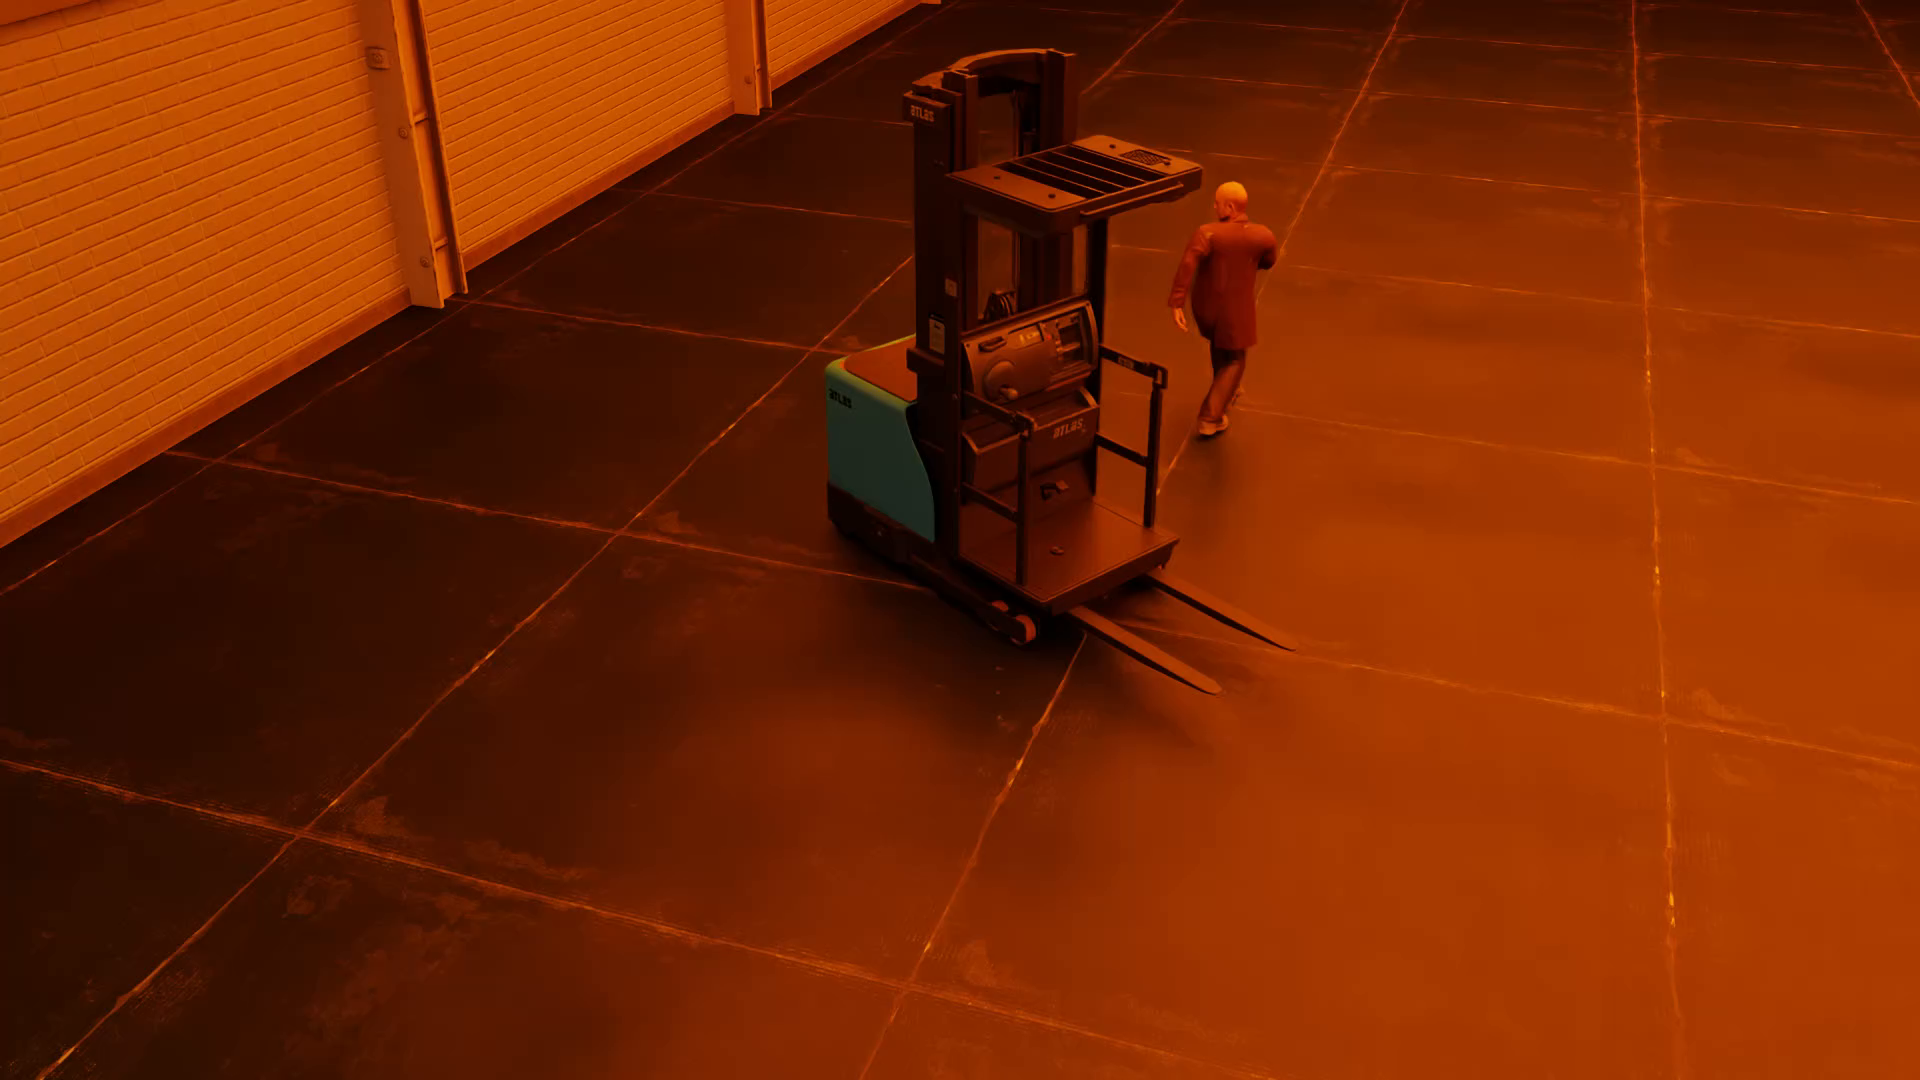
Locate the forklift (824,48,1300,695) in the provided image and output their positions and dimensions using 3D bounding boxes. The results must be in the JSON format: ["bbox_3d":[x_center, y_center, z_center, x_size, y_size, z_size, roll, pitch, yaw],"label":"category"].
[{"bbox_3d":[0.531,-0.983,8.861,1.130,2.935,3.031,-23,37,-35],"label":"forklift"}]

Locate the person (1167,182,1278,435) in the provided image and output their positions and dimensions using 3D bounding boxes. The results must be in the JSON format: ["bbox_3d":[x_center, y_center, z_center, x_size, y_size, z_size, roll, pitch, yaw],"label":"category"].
[{"bbox_3d":[1.783,-1.584,11.206,0.606,1.721,1.021,10,31,17],"label":"person"}]
